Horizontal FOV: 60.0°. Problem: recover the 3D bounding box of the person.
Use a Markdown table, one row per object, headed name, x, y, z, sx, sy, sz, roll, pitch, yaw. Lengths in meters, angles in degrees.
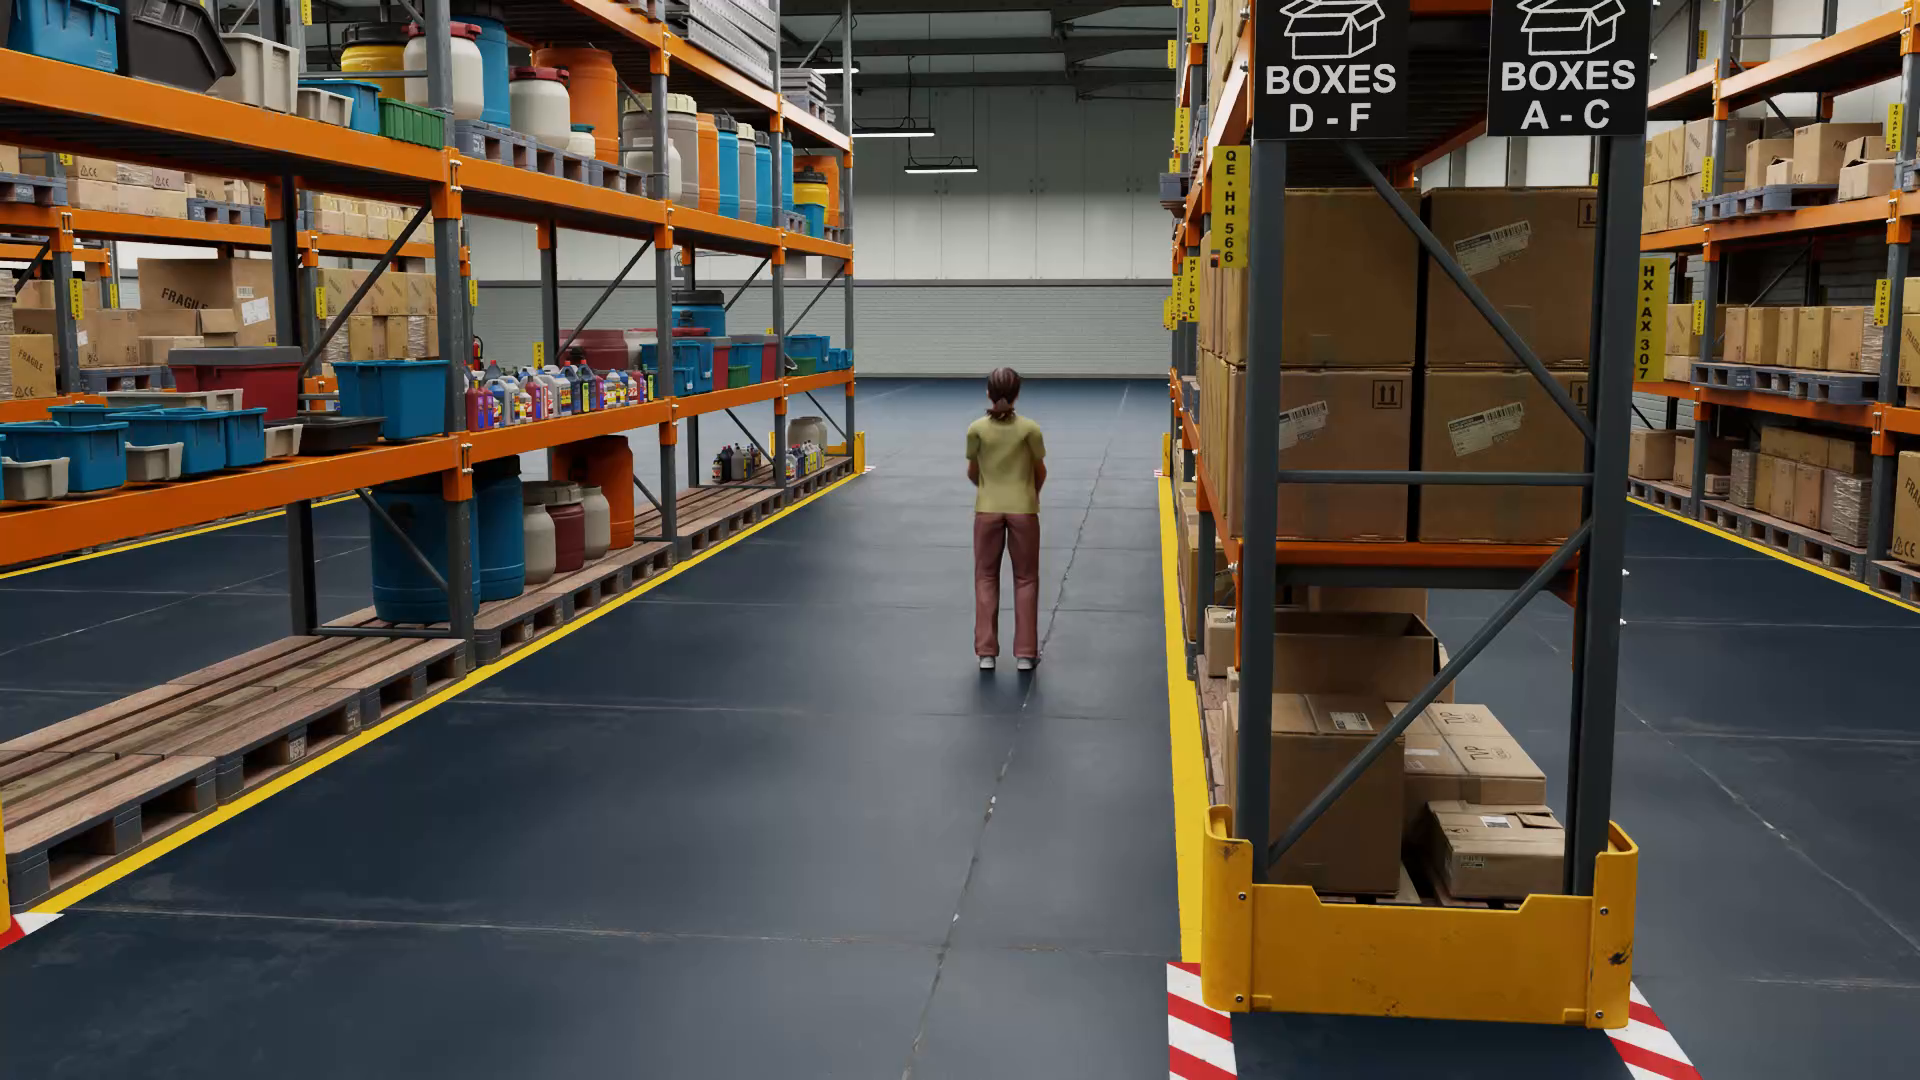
| name | x | y | z | sx | sy | sz | roll | pitch | yaw |
| --- | --- | --- | --- | --- | --- | --- | --- | --- | --- |
| person | 0.260 | -0.128 | 9.266 | 0.444 | 1.669 | 0.541 | 1 | 8 | 7 |
